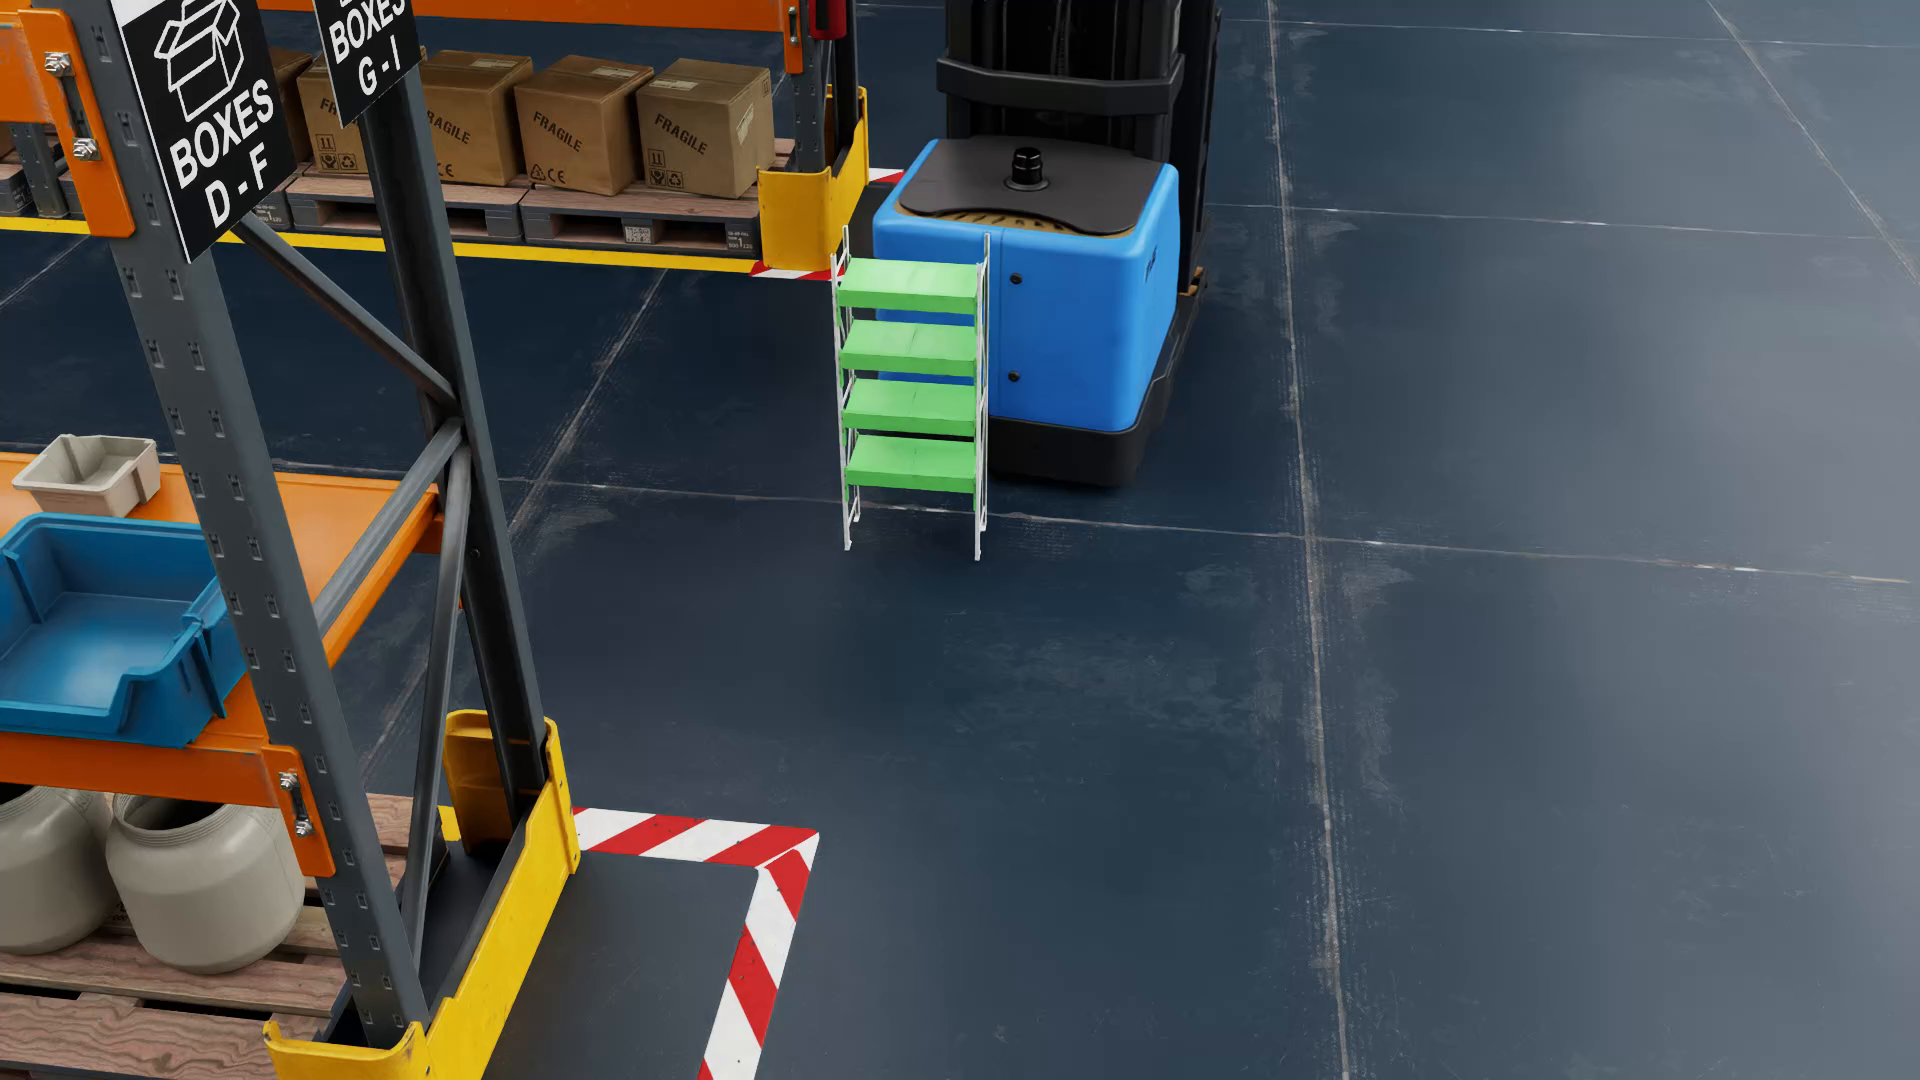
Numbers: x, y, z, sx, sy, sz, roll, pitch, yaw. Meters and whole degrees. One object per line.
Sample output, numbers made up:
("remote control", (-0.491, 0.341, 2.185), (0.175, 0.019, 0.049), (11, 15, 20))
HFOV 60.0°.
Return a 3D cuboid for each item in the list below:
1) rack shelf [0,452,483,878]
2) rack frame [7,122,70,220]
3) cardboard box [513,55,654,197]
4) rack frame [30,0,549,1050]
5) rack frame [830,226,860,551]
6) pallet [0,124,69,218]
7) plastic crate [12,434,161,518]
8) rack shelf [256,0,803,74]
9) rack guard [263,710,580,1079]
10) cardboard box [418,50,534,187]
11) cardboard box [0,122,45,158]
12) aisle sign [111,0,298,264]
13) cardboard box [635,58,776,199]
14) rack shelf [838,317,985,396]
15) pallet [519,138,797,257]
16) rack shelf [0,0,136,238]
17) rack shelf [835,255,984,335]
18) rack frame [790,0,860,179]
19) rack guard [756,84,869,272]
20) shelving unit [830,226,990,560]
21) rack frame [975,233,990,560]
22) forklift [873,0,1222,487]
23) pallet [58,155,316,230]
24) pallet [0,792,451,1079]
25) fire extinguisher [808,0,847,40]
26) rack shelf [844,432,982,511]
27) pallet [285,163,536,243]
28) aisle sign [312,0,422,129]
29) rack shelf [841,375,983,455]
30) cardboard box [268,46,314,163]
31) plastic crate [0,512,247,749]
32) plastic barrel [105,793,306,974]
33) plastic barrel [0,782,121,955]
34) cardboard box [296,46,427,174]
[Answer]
("rack shelf", (-3.265, 0.136, 4.097), (4.000, 0.370, 1.077), (4, 36, 6))
("rack frame", (-4.618, -3.159, 8.094), (0.127, 3.000, 1.000), (4, 36, 6))
("cardboard box", (-1.865, -2.097, 8.396), (0.500, 0.500, 0.500), (14, 38, 18))
("rack frame", (-1.282, -0.009, 3.681), (0.127, 3.000, 1.000), (4, 36, 6))
("rack frame", (-0.406, -0.519, 5.944), (0.015, 1.200, 0.240), (4, 36, 6))
("pallet", (-5.391, -2.081, 8.984), (1.213, 0.211, 1.003), (4, 36, 6))
("plastic crate", (-2.128, -0.154, 4.110), (0.250, 0.136, 0.298), (4, 36, 6))
("rack shelf", (-2.634, -2.718, 8.096), (4.000, 0.370, 1.077), (4, 36, 6))
("rack guard", (-1.363, 1.030, 4.377), (0.348, 0.500, 1.175), (4, 36, 6))
("cardboard box", (-2.484, -2.154, 8.476), (0.500, 0.500, 0.500), (7, 36, 10))
("cardboard box", (-5.224, -2.379, 8.774), (0.500, 0.500, 0.700), (2, 36, 2))
("aisle sign", (-1.248, -0.891, 2.678), (0.004, 0.787, 0.394), (4, 36, 6))
("cardboard box", (-1.268, -2.072, 8.362), (0.500, 0.500, 0.500), (11, 37, 15))
("rack shelf", (-0.164, -0.644, 5.816), (0.480, 0.148, 0.258), (4, 36, 6))
("pallet", (-1.527, -1.814, 8.610), (1.213, 0.211, 1.003), (4, 36, 6))
("rack shelf", (-3.265, -1.085, 3.226), (4.000, 0.370, 1.077), (4, 36, 6))
("rack shelf", (-0.164, -0.839, 5.677), (0.480, 0.148, 0.258), (4, 36, 6))
("rack frame", (-0.651, -2.863, 7.680), (0.127, 3.000, 1.000), (4, 36, 6))
("rack guard", (-0.726, -1.851, 8.414), (0.348, 0.500, 1.175), (4, 36, 6))
("shelving unit", (-0.164, -0.501, 5.919), (0.503, 1.200, 0.258), (4, 36, 6))
("rack frame", (0.078, -0.483, 5.893), (0.015, 1.200, 0.240), (4, 36, 6))
("forklift", (0.544, -2.254, 6.885), (1.130, 2.935, 3.031), (9, 36, 12))
("pallet", (-3.948, -1.995, 8.863), (1.213, 0.211, 1.003), (4, 36, 6))
("pallet", (-2.168, 1.084, 4.549), (1.213, 0.211, 1.003), (4, 36, 6))
("fire extinguisher", (-0.596, -2.558, 7.318), (0.183, 0.674, 0.296), (4, 36, 6))
("rack shelf", (-0.164, -0.253, 6.095), (0.480, 0.148, 0.258), (4, 36, 6))
("pallet", (-2.734, -1.906, 8.739), (1.213, 0.211, 1.003), (4, 36, 6))
("aisle sign", (-1.173, -1.231, 3.155), (0.004, 0.787, 0.394), (4, 36, 6))
("rack shelf", (-0.164, -0.449, 5.956), (0.480, 0.148, 0.258), (4, 36, 6))
("cardboard box", (-3.657, -2.222, 8.571), (0.500, 0.500, 0.500), (16, 38, 21))
("plastic crate", (-1.816, 0.187, 3.534), (0.616, 0.251, 0.499), (4, 36, 6))
("plastic barrel", (-1.944, 0.828, 4.288), (0.421, 0.512, 0.421), (0, 36, 0))
("plastic barrel", (-2.441, 0.791, 4.340), (0.421, 0.512, 0.421), (0, 36, 0))
("cardboard box", (-3.032, -2.221, 8.570), (0.500, 0.500, 0.500), (1, 36, 2))
